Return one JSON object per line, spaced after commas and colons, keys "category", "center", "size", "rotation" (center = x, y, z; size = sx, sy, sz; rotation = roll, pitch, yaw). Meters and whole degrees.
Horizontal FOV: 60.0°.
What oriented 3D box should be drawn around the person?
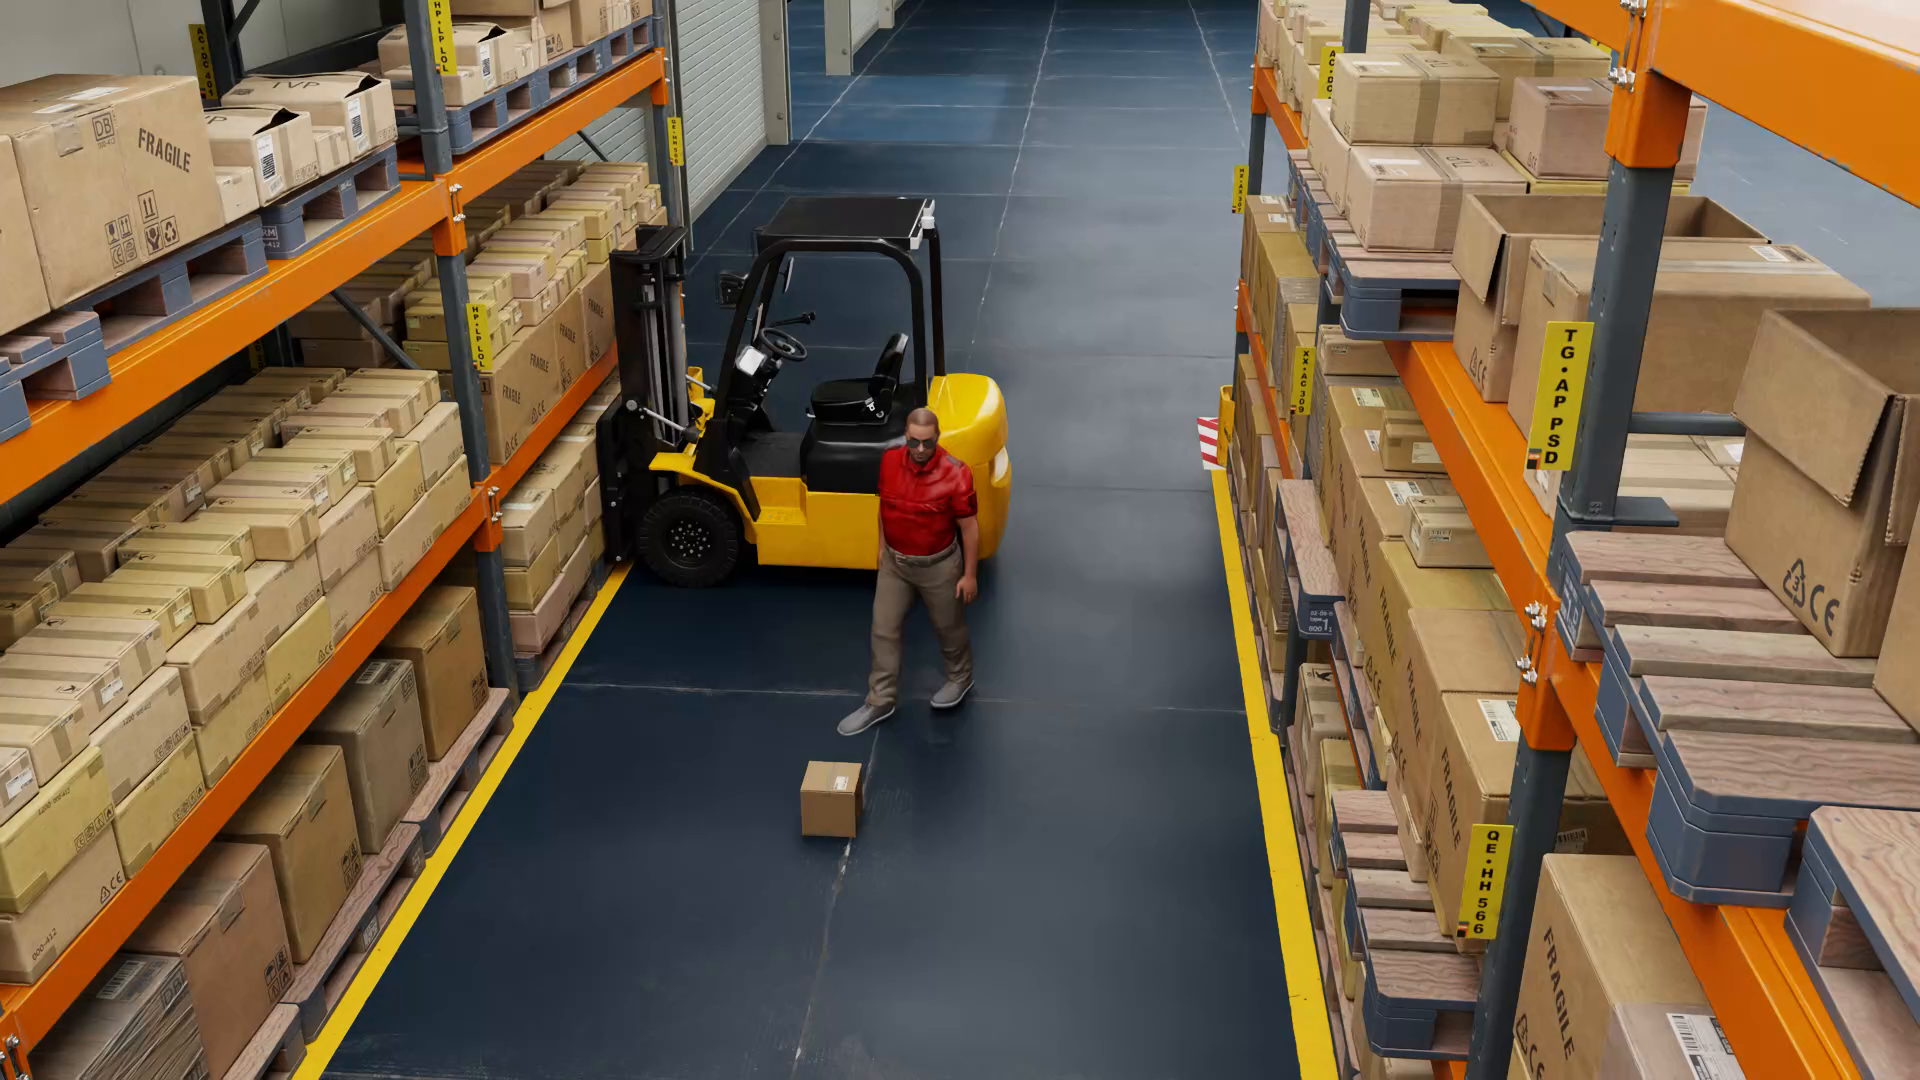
{"category": "person", "center": [-0.202, 0.136, 8.345], "size": [0.639, 1.735, 0.722], "rotation": [12, 27, 24]}
